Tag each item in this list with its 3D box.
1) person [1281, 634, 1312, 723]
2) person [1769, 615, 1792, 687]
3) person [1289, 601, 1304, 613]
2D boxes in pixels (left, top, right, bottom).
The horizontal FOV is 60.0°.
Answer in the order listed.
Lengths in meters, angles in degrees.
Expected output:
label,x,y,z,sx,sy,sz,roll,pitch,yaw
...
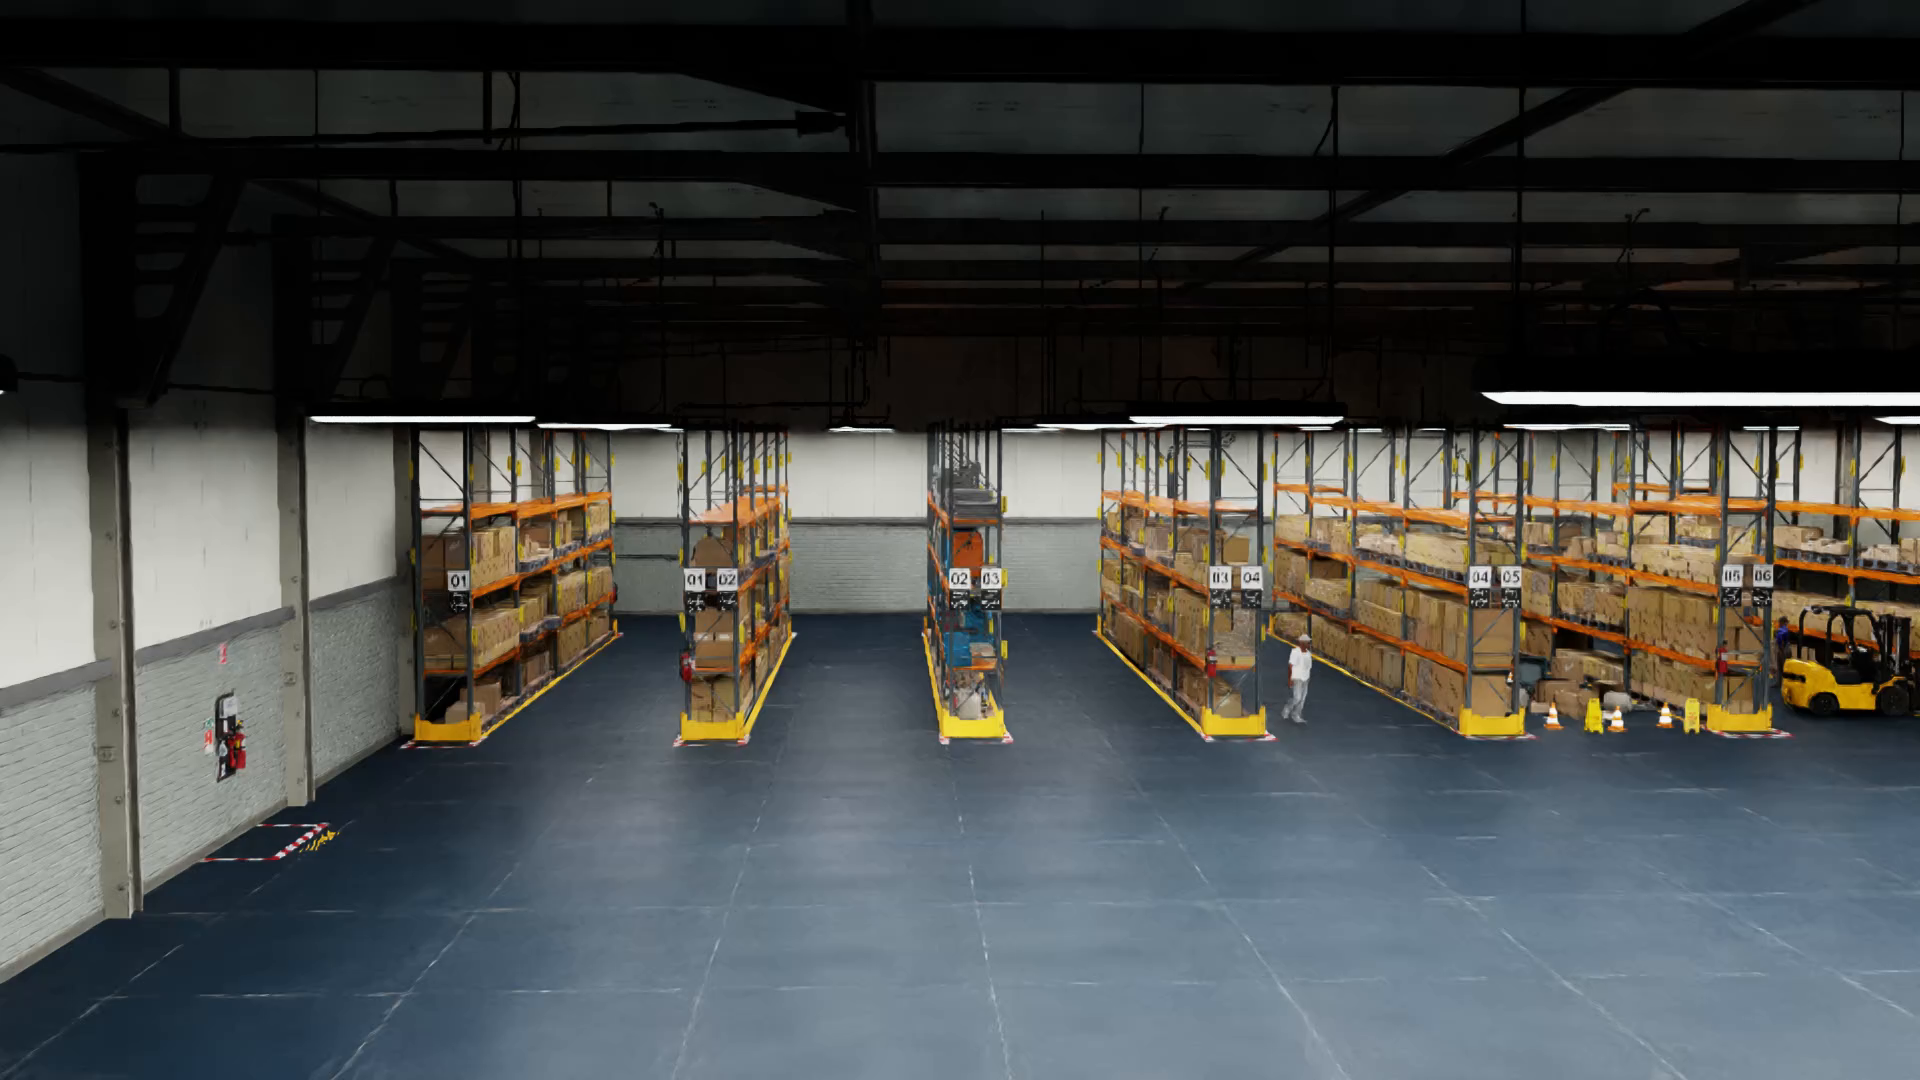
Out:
label,x,y,z,sx,sy,sz,roll,pitch,yaw
person,6.691,2.739,32.941,0.613,1.759,0.570,-3,5,-39
person,18.362,2.514,37.154,0.556,1.633,0.581,2,4,23
person,9.987,1.724,49.234,0.589,1.713,0.560,-4,5,-45
